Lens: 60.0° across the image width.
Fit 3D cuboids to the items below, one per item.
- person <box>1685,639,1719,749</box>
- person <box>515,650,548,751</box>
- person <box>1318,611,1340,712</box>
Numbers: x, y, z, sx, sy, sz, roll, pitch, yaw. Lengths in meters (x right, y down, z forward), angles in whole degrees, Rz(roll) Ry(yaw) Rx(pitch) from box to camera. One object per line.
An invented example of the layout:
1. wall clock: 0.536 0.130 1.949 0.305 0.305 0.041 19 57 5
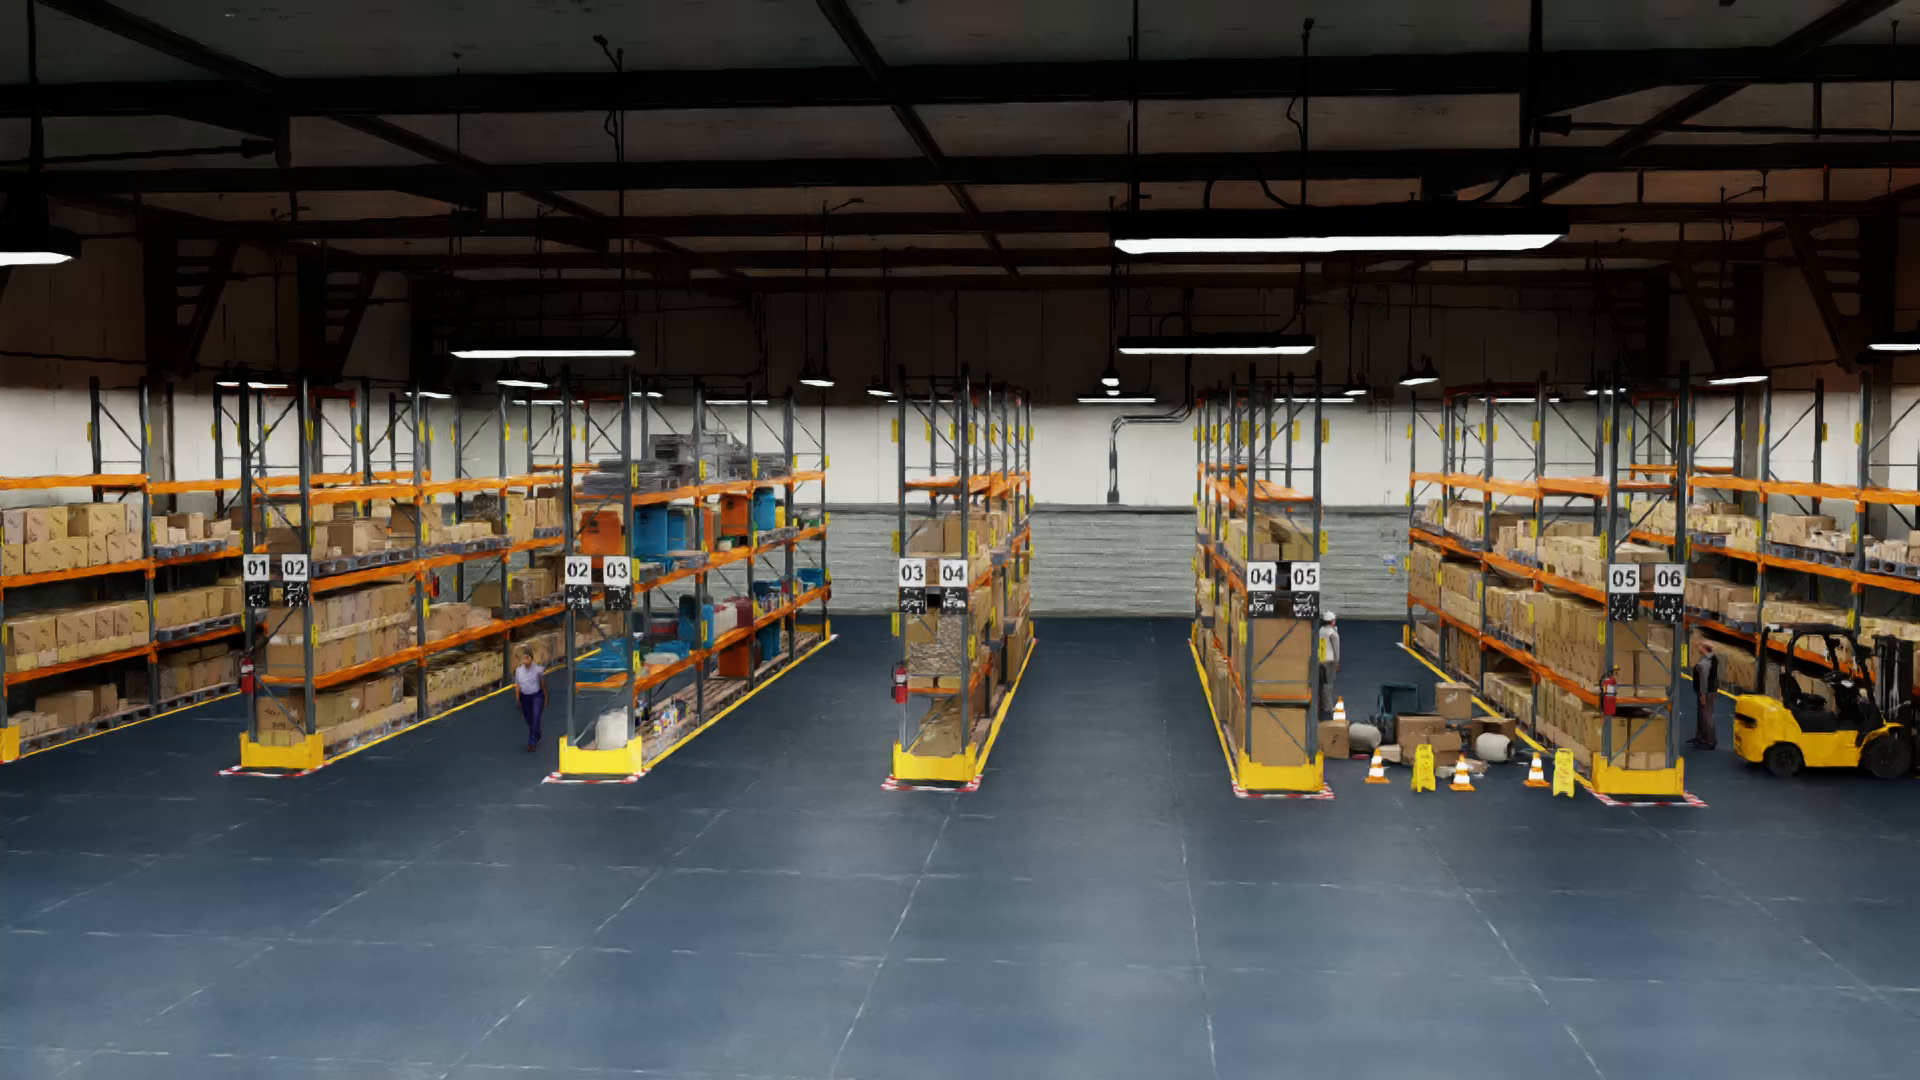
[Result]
1. person: 11.793 2.433 26.410 0.499 1.724 0.569 3 4 35
2. person: -6.832 2.523 26.396 0.479 1.544 1.090 0 4 8
3. person: 6.677 2.176 30.017 0.463 1.775 0.601 -2 4 -24
